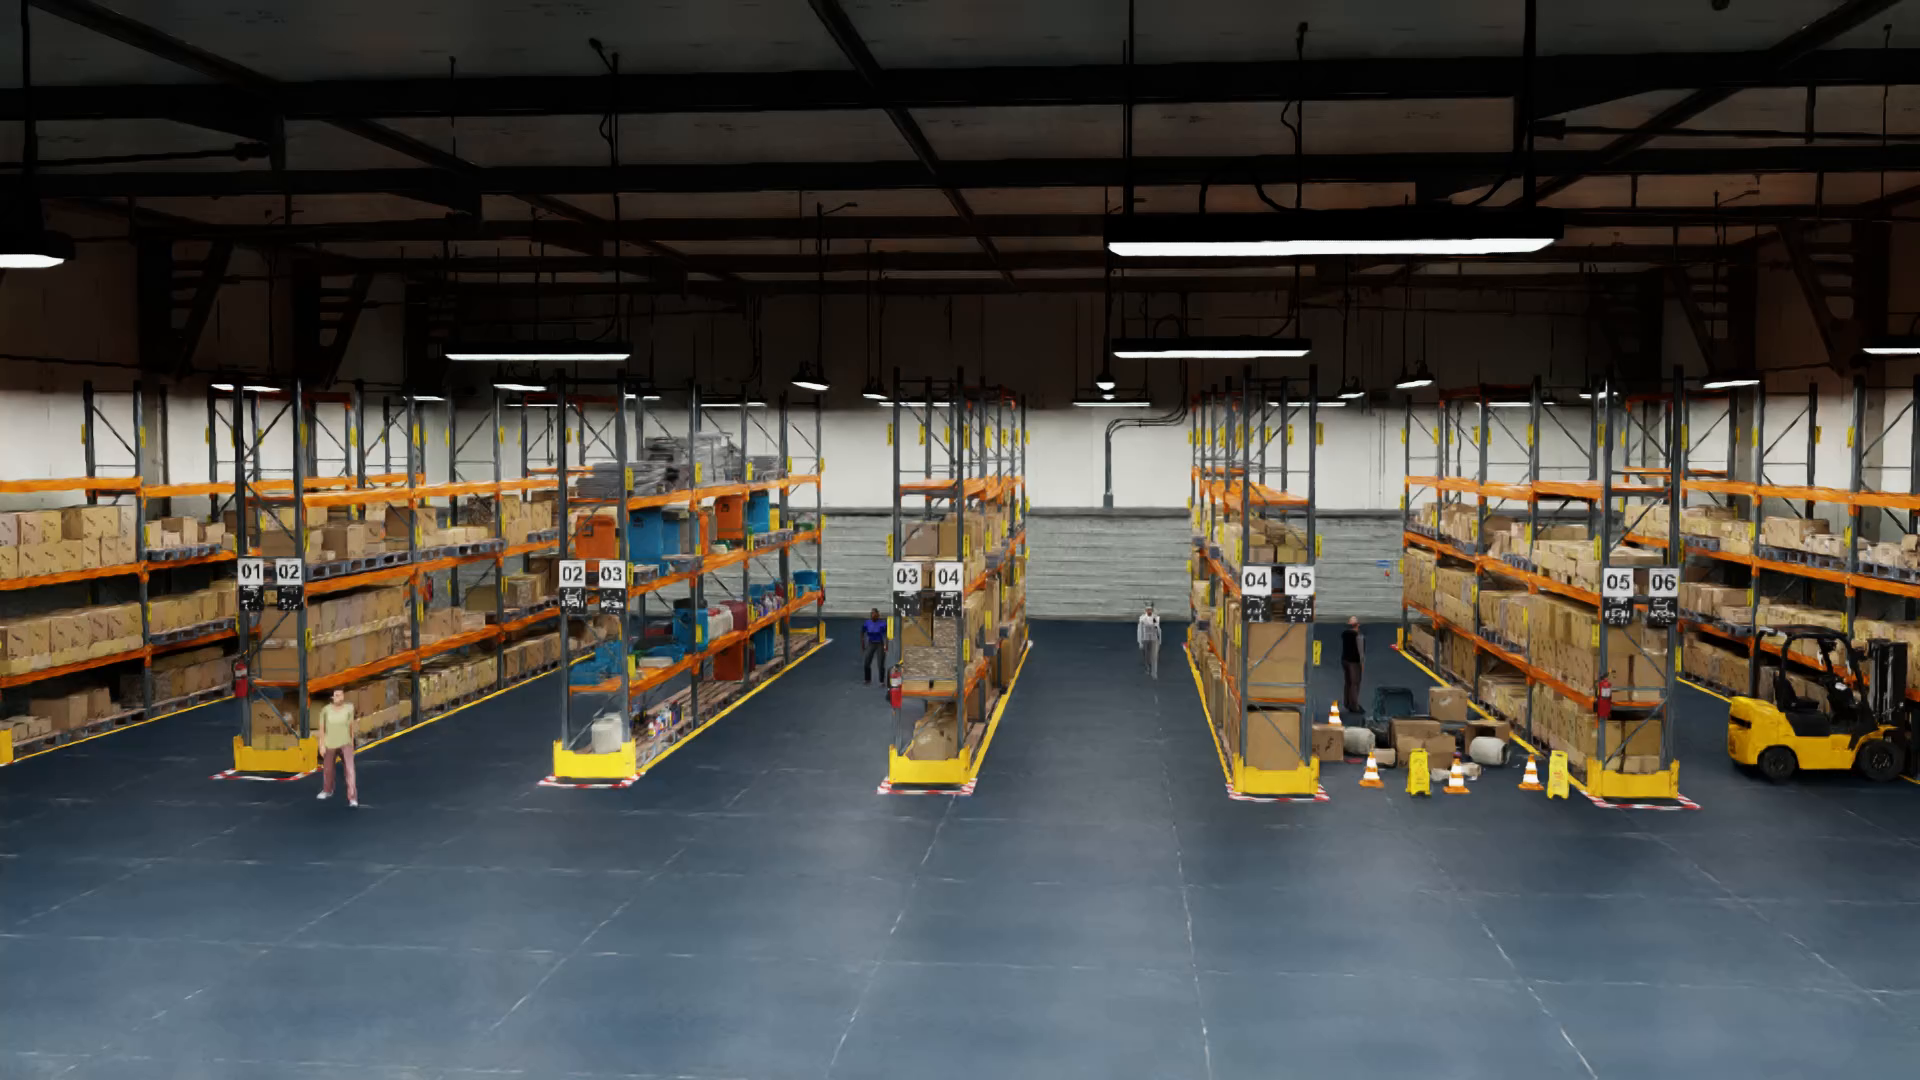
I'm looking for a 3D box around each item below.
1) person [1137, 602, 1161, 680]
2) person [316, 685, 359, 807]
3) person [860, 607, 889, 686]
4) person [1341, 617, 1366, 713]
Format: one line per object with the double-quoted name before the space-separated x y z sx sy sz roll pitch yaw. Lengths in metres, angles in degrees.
"person" 3.903 2.051 34.327 0.496 1.587 1.071 1 4 9
"person" -8.466 2.779 22.553 0.536 1.635 0.929 -1 4 -21
"person" -1.703 2.138 33.324 0.593 1.603 0.509 0 4 4
"person" 7.172 2.249 30.191 0.444 1.725 0.581 -2 4 -26
